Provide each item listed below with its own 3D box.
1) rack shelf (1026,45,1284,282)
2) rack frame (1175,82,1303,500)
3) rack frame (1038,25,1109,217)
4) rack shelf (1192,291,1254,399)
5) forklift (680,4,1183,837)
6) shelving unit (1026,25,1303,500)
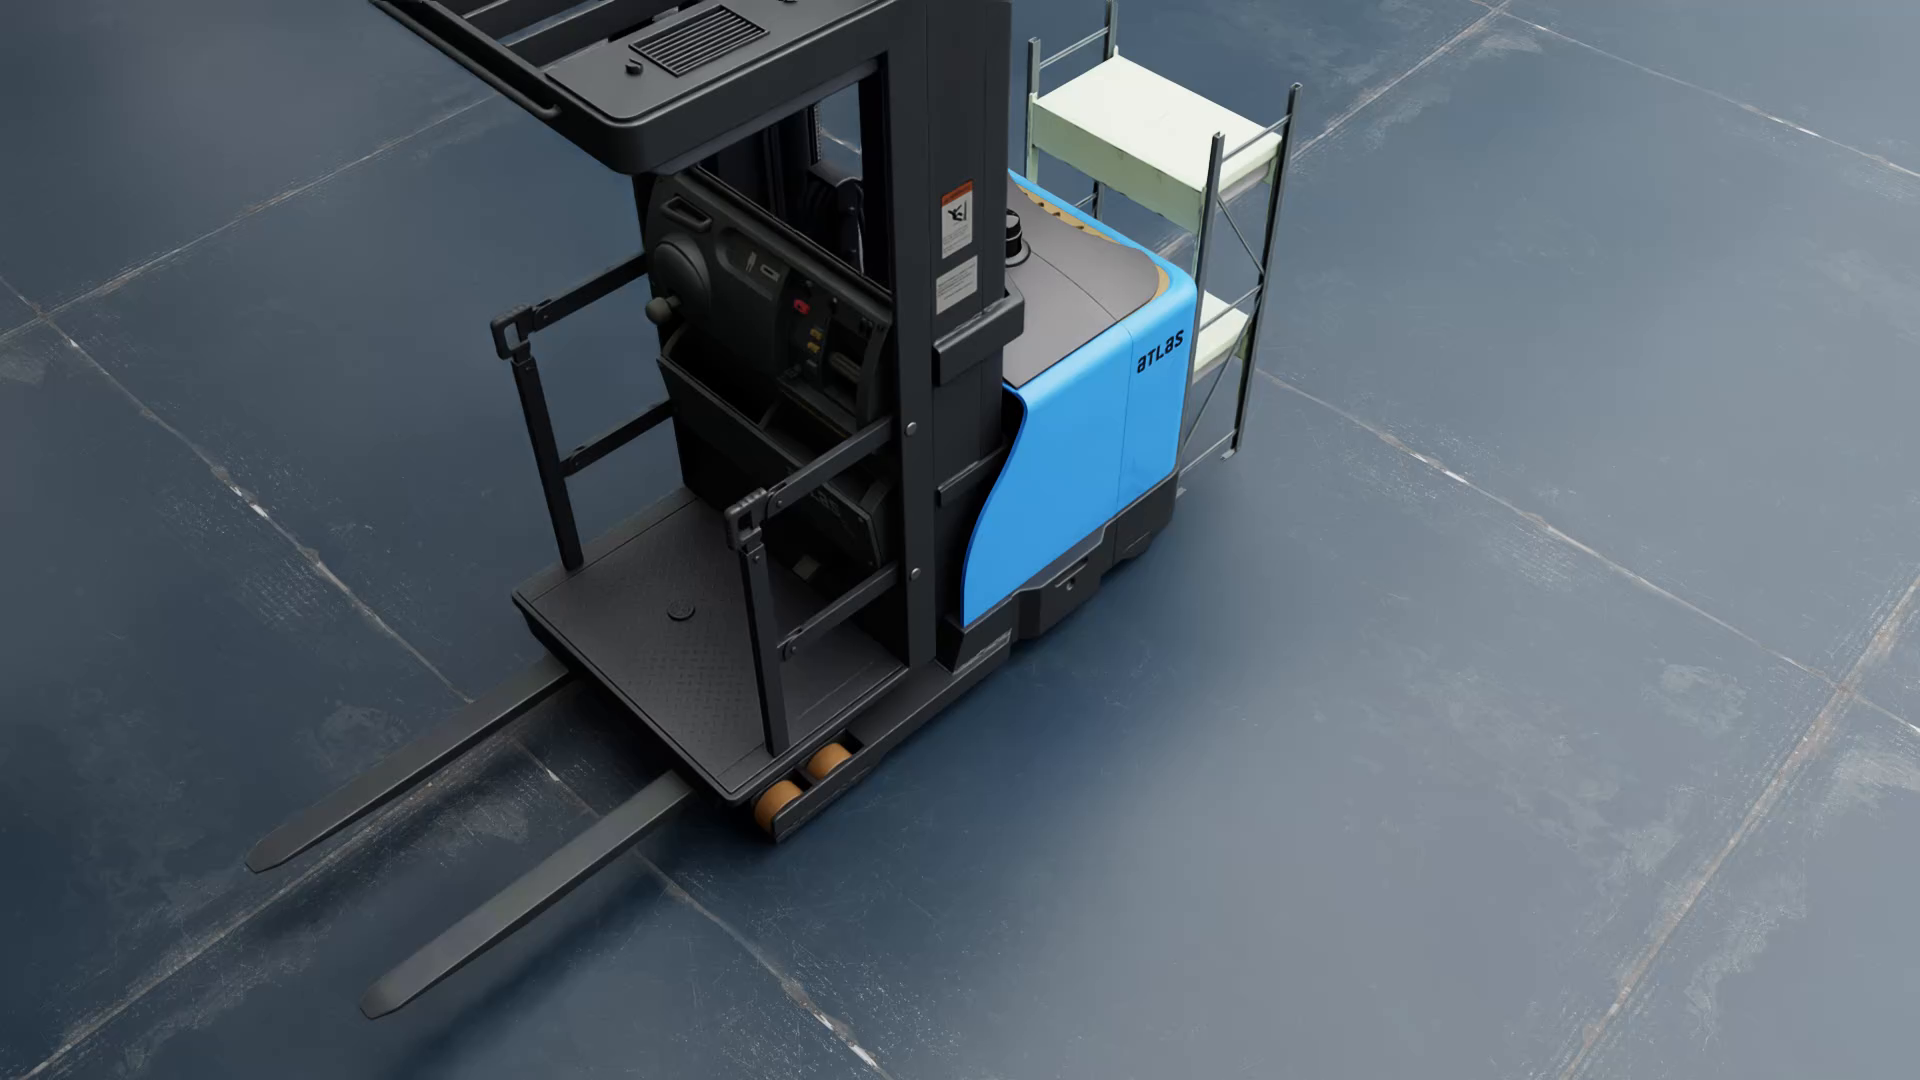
[{"bbox_3d":[0.617,-1.206,5.318,0.431,0.370,0.720,-36,56,-29],"label":"rack shelf"},{"bbox_3d":[0.875,-0.749,5.425,0.400,1.500,0.023,-36,56,-29],"label":"rack frame"},{"bbox_3d":[0.360,-1.128,5.781,0.380,1.308,0.010,-36,56,-29],"label":"rack frame"},{"bbox_3d":[0.617,-0.715,5.840,0.431,0.370,0.720,-36,56,-29],"label":"rack shelf"},{"bbox_3d":[2.719,-8.553,11.814,21.055,2.867,12.119,-35,56,-29],"label":"forklift"},{"bbox_3d":[0.620,-0.937,5.601,0.431,1.500,0.748,-36,56,-29],"label":"shelving unit"}]
